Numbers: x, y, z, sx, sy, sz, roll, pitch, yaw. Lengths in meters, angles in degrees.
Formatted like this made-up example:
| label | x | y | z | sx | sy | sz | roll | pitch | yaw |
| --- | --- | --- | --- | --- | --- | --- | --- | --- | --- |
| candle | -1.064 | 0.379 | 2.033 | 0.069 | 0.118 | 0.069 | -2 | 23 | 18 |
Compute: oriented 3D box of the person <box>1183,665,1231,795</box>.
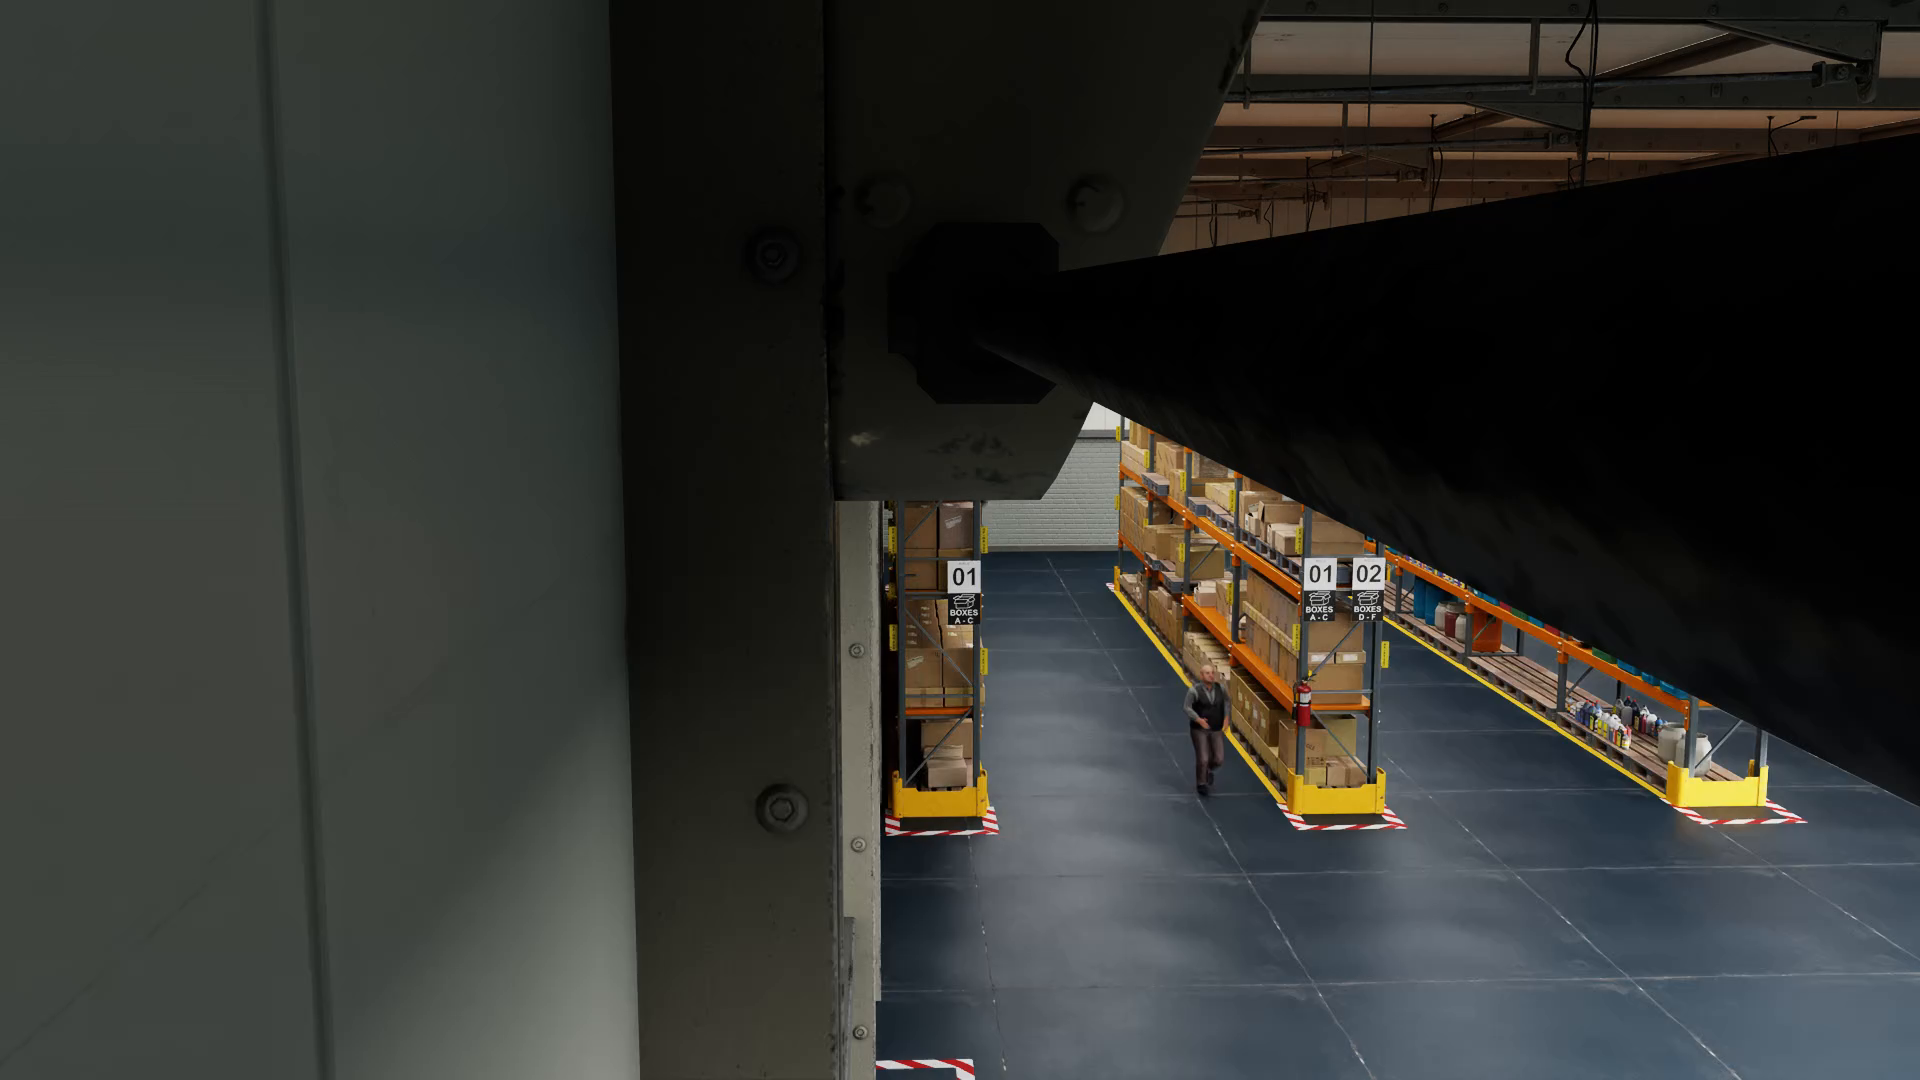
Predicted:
| label | x | y | z | sx | sy | sz | roll | pitch | yaw |
| --- | --- | --- | --- | --- | --- | --- | --- | --- | --- |
| person | 3.197 | 2.437 | 21.350 | 0.689 | 1.685 | 0.592 | -2 | 8 | -12 |
